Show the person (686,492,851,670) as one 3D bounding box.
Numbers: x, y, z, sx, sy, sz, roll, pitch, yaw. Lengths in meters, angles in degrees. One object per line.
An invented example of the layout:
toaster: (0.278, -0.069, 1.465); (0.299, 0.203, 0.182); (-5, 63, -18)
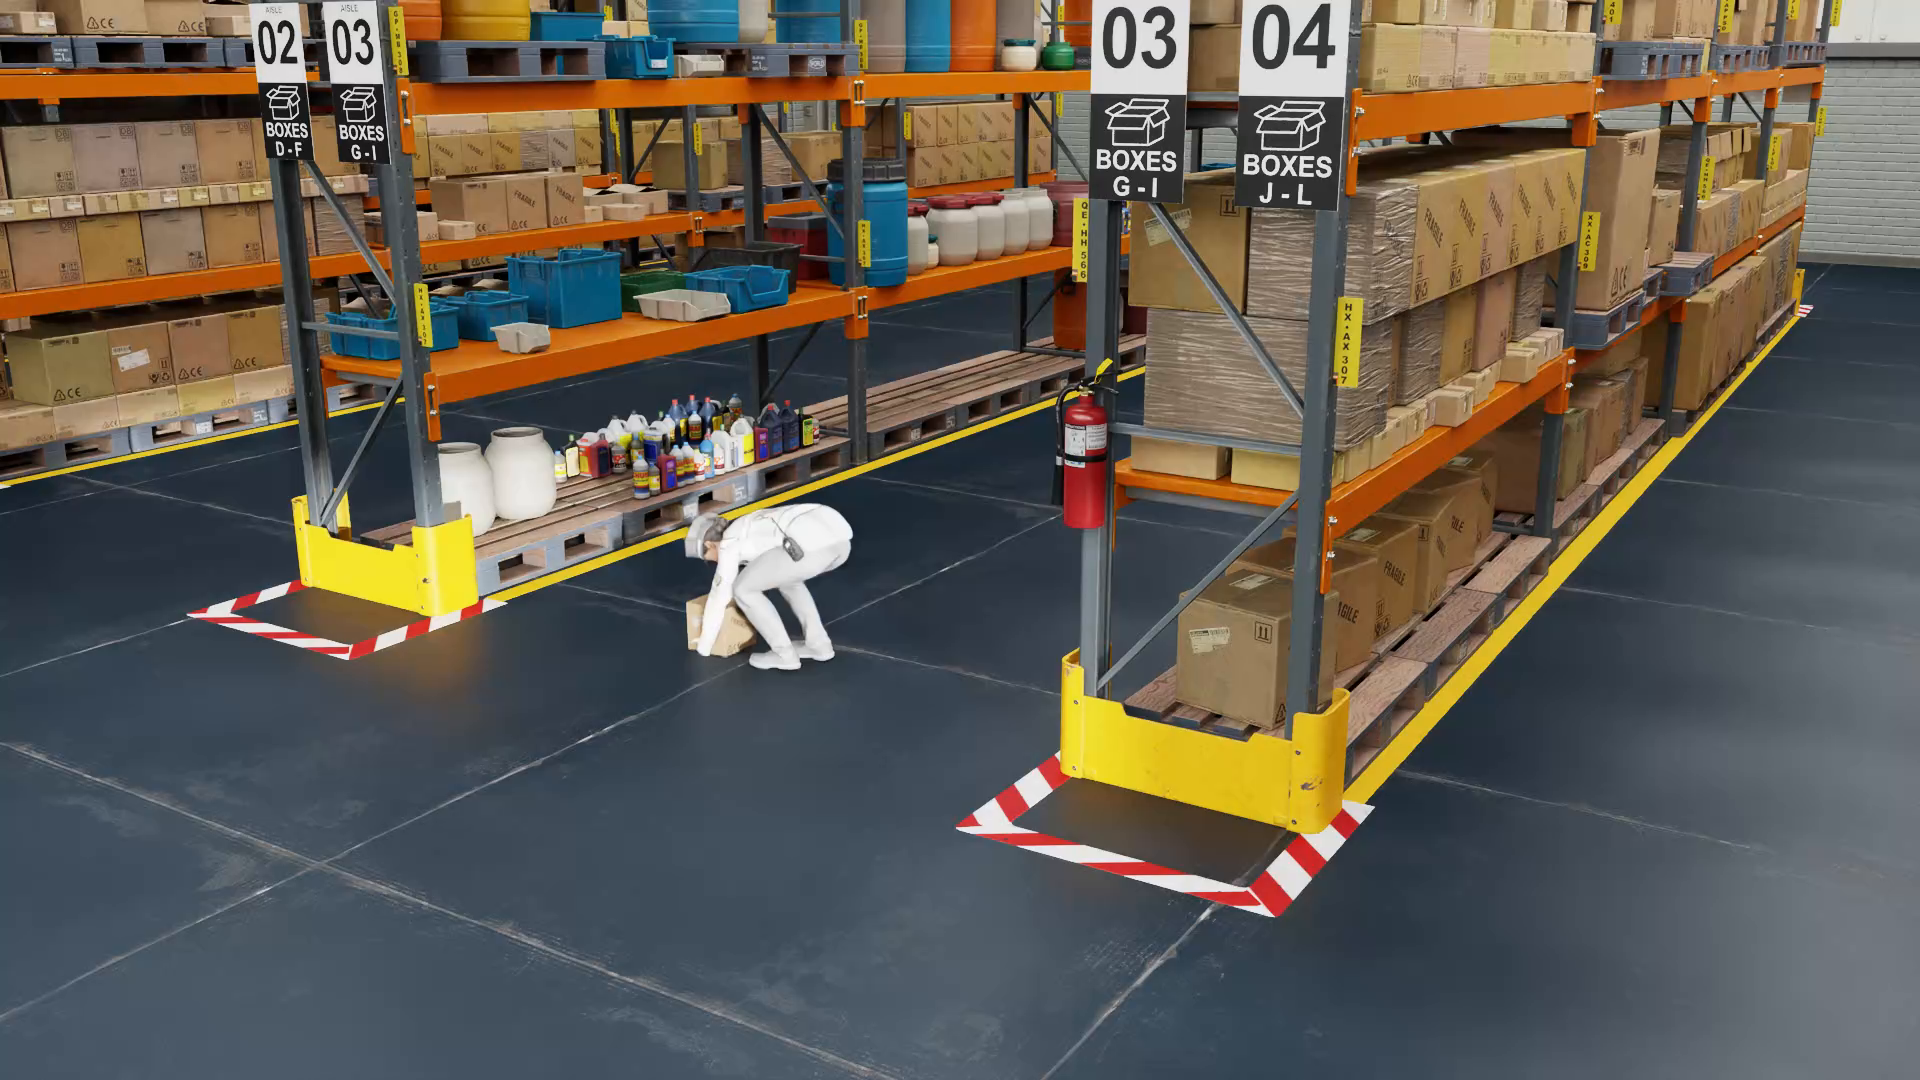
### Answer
person: (-0.959, 0.179, 8.329); (0.880, 0.876, 0.450); (9, 18, 28)
